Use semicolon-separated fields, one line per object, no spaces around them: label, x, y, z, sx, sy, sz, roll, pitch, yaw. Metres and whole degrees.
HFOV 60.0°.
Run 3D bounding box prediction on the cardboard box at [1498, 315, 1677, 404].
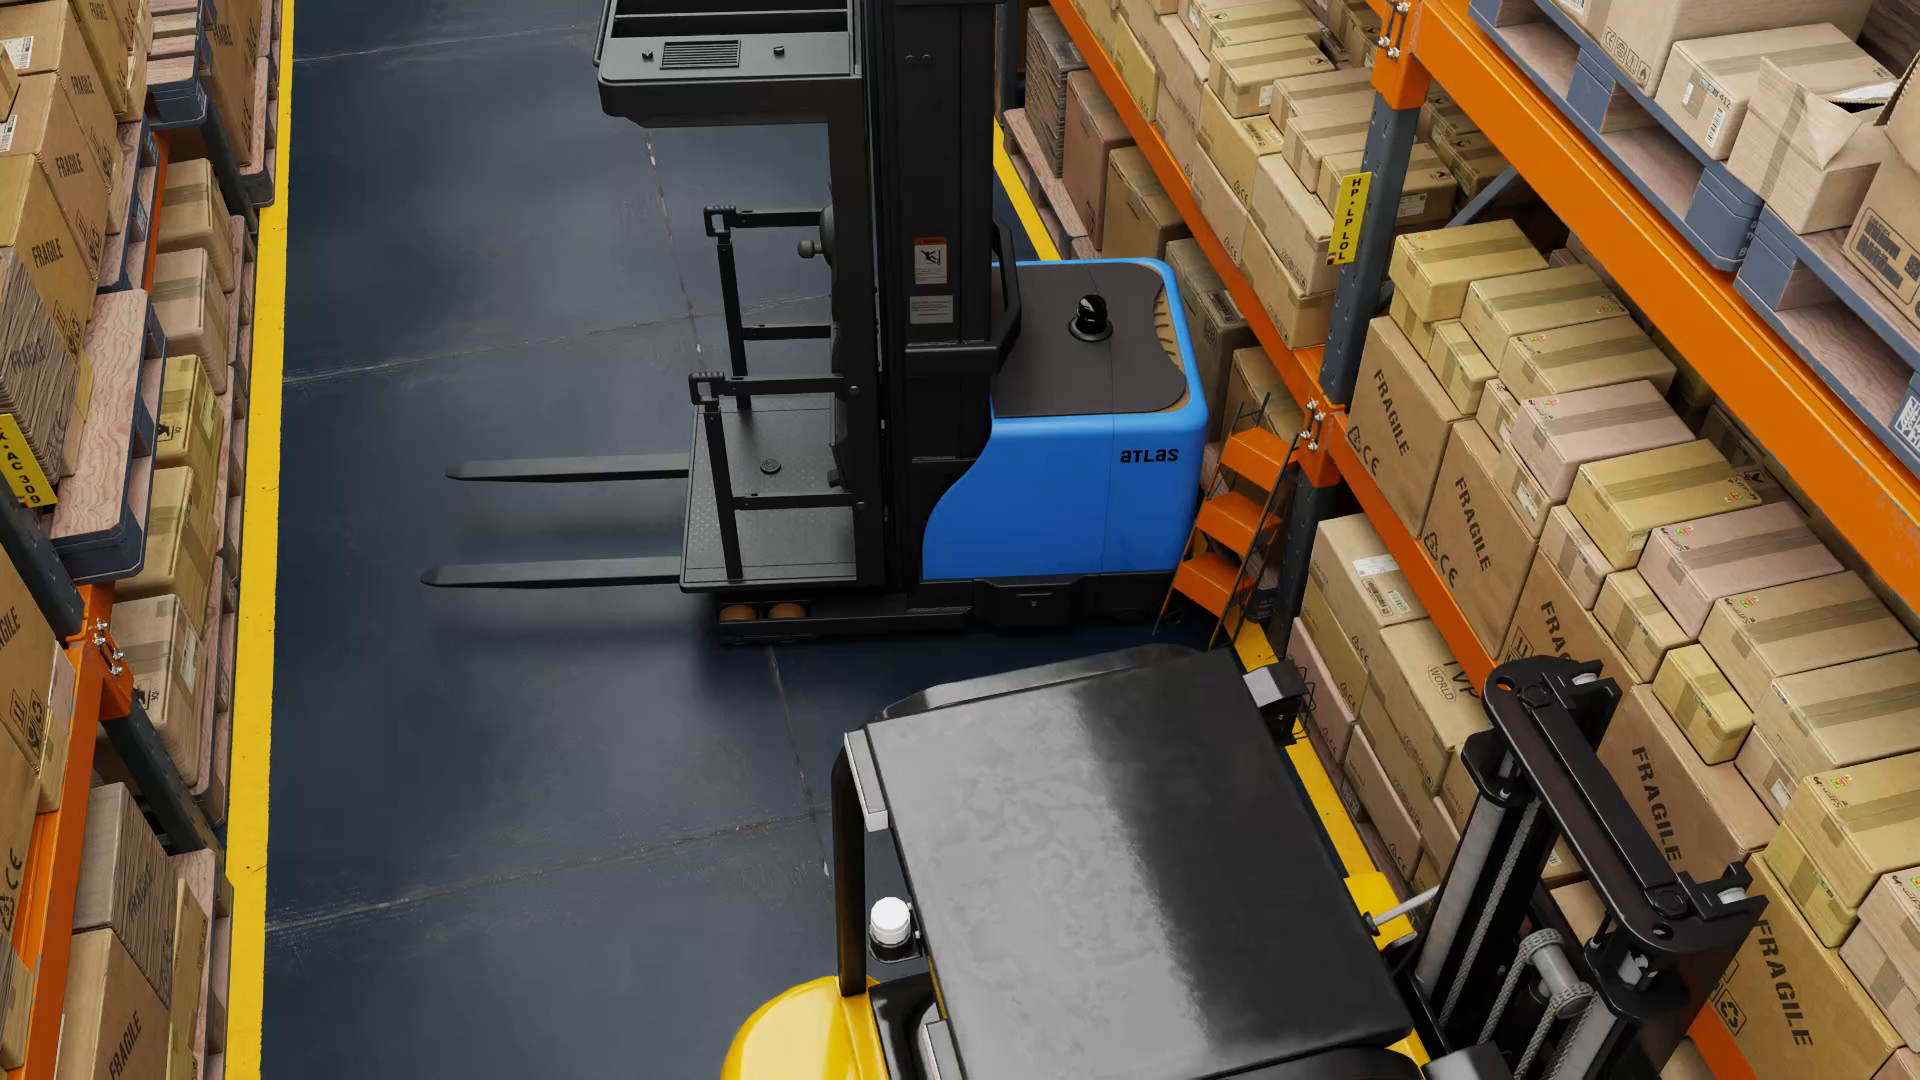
cardboard box;1.742;-0.466;4.625;0.380;0.149;0.250;-11;47;-11

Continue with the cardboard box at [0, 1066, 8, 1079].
cardboard box;-2.402;1.334;3.769;0.380;0.149;0.250;-11;47;-11

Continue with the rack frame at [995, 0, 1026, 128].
rack frame;0.695;-3.474;8.305;1.000;3.000;0.127;-11;47;-10

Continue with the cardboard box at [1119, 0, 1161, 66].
cardboard box;0.971;-2.187;6.799;0.500;0.250;0.500;-10;46;-10

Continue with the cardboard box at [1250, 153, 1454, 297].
cardboard box;1.346;-1.128;5.760;0.500;0.250;0.500;-12;47;-11

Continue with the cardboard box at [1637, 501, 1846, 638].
cardboard box;1.920;0.070;4.099;0.380;0.149;0.250;-11;47;-10

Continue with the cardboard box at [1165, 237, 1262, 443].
cardboard box;1.383;-0.924;7.175;0.875;0.625;0.625;-11;47;-11

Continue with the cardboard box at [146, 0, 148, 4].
cardboard box;-3.653;-2.268;7.005;0.380;0.149;0.250;-10;46;-10

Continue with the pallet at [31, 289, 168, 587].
pallet;-3.134;-0.290;5.319;1.003;0.211;1.213;-11;47;-10

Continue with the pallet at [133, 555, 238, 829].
pallet;-3.279;0.636;6.230;1.003;0.211;1.213;-11;47;-10

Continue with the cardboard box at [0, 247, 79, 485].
cardboard box;-2.922;-0.465;4.784;0.500;0.500;0.500;-10;46;-9

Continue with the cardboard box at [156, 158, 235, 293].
cardboard box;-3.968;-1.400;7.818;0.950;0.372;0.625;-14;47;-13

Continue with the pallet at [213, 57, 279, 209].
pallet;-4.232;-2.146;8.956;1.003;0.211;1.213;-11;47;-10

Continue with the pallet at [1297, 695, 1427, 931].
pallet;1.882;0.820;6.049;1.003;0.211;1.213;-11;47;-10

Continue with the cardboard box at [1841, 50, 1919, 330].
cardboard box;2.115;-0.617;2.968;0.797;0.503;0.637;-9;46;-9

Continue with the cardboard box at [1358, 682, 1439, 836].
cardboard box;1.675;0.665;5.529;0.500;0.250;0.500;-11;47;-11

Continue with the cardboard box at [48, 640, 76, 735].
cardboard box;-2.702;0.451;4.634;0.380;0.149;0.250;-11;47;-11

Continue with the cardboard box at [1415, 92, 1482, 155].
cardboard box;1.818;-1.451;5.799;0.380;0.149;0.250;-12;47;-12

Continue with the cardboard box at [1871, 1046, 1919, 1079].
cardboard box;2.239;1.362;3.496;0.500;0.500;0.500;-9;46;-9

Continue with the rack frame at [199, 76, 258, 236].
rack frame;-4.103;-2.564;7.414;1.000;3.000;0.127;-11;47;-10

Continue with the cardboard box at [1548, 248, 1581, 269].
cardboard box;2.049;-0.800;5.160;0.380;0.149;0.250;-11;47;-11

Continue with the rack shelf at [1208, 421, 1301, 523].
rack shelf;1.107;-0.252;6.143;0.240;0.259;0.215;35;35;29

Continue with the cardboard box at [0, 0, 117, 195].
cardboard box;-3.306;-1.507;5.805;0.500;0.500;0.500;-12;47;-12

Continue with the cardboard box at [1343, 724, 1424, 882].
cardboard box;1.667;0.845;5.704;0.500;0.250;0.500;-12;47;-11

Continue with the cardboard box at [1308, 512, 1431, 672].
cardboard box;1.539;0.144;5.690;0.500;0.250;0.500;-11;47;-11

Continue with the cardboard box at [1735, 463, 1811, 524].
cardboard box;2.284;-0.089;4.463;0.380;0.149;0.250;-9;46;-9

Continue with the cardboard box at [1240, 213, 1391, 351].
cardboard box;1.337;-0.960;5.947;0.500;0.250;0.500;-10;46;-9

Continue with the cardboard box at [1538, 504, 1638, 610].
cardboard box;1.765;0.012;4.365;0.380;0.149;0.250;-11;47;-11

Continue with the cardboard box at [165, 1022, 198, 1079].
cardboard box;-2.522;1.738;4.829;0.500;0.250;0.500;-12;47;-11

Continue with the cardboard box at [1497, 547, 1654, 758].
cardboard box;1.860;0.312;4.524;0.500;0.500;0.500;-11;47;-11

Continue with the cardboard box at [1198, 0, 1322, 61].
cardboard box;1.119;-1.873;6.212;0.380;0.149;0.250;-12;47;-11

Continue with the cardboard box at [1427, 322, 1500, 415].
cardboard box;1.614;-0.528;4.894;0.380;0.149;0.250;-10;46;-9

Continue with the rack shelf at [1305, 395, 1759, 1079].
rack shelf;2.231;0.920;4.503;1.077;0.370;4.000;-11;47;-10

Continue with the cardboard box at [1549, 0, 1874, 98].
cardboard box;1.696;-1.295;3.767;0.500;0.311;0.500;-10;46;-9

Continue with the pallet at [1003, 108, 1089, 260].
pallet;0.868;-1.923;8.737;1.003;0.211;1.213;-11;47;-10

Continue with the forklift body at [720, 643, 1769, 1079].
forklift body;0.494;1.370;4.152;2.313;2.155;1.214;-11;47;-10

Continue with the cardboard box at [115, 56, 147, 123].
cardboard box;-3.404;-1.740;6.487;0.380;0.149;0.250;-10;46;-10

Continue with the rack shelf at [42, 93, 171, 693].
rack shelf;-3.591;-0.932;6.317;1.077;0.370;4.000;-11;47;-10

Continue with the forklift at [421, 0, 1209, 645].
forklift;-0.624;-1.001;5.930;3.031;2.935;1.130;-2;46;-2

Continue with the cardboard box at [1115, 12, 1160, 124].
cardboard box;0.966;-2.010;6.975;0.500;0.250;0.500;-9;46;-9

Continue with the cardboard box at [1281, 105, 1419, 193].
cardboard box;1.333;-1.345;5.694;0.380;0.149;0.250;-11;47;-11

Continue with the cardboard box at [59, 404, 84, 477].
cardboard box;-2.915;-0.301;5.077;0.380;0.149;0.250;-10;46;-10

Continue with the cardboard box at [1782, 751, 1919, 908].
cardboard box;2.024;0.611;3.569;0.380;0.149;0.250;-10;46;-10

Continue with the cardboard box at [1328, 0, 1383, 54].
cardboard box;1.630;-1.973;6.310;0.380;0.149;0.250;-11;47;-10

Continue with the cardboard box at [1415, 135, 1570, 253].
cardboard box;1.836;-1.232;5.863;0.500;0.250;0.500;-11;47;-11

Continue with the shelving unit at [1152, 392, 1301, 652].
shelving unit;1.039;-0.025;6.278;0.252;1.050;0.215;35;35;29

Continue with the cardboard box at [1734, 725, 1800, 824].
cardboard box;2.054;0.529;3.858;0.380;0.149;0.250;-11;47;-11

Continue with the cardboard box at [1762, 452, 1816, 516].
cardboard box;2.369;-0.209;4.372;0.380;0.149;0.250;-11;47;-11

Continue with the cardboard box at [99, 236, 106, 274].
cardboard box;-3.204;-1.013;5.775;0.380;0.149;0.250;-10;46;-10

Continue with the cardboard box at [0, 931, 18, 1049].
cardboard box;-2.449;1.031;3.612;0.500;0.500;0.500;-10;46;-9

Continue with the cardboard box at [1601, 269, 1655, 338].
cardboard box;2.117;-0.733;4.886;0.380;0.149;0.250;-12;47;-11

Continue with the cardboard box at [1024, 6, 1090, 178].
cardboard box;0.841;-2.357;8.579;0.875;0.625;0.625;-9;46;-9

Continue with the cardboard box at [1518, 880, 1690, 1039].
cardboard box;1.926;1.204;4.652;0.500;0.250;0.500;-12;47;-11

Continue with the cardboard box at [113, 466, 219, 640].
cardboard box;-3.403;0.113;6.336;0.950;0.372;0.625;-8;46;-8
